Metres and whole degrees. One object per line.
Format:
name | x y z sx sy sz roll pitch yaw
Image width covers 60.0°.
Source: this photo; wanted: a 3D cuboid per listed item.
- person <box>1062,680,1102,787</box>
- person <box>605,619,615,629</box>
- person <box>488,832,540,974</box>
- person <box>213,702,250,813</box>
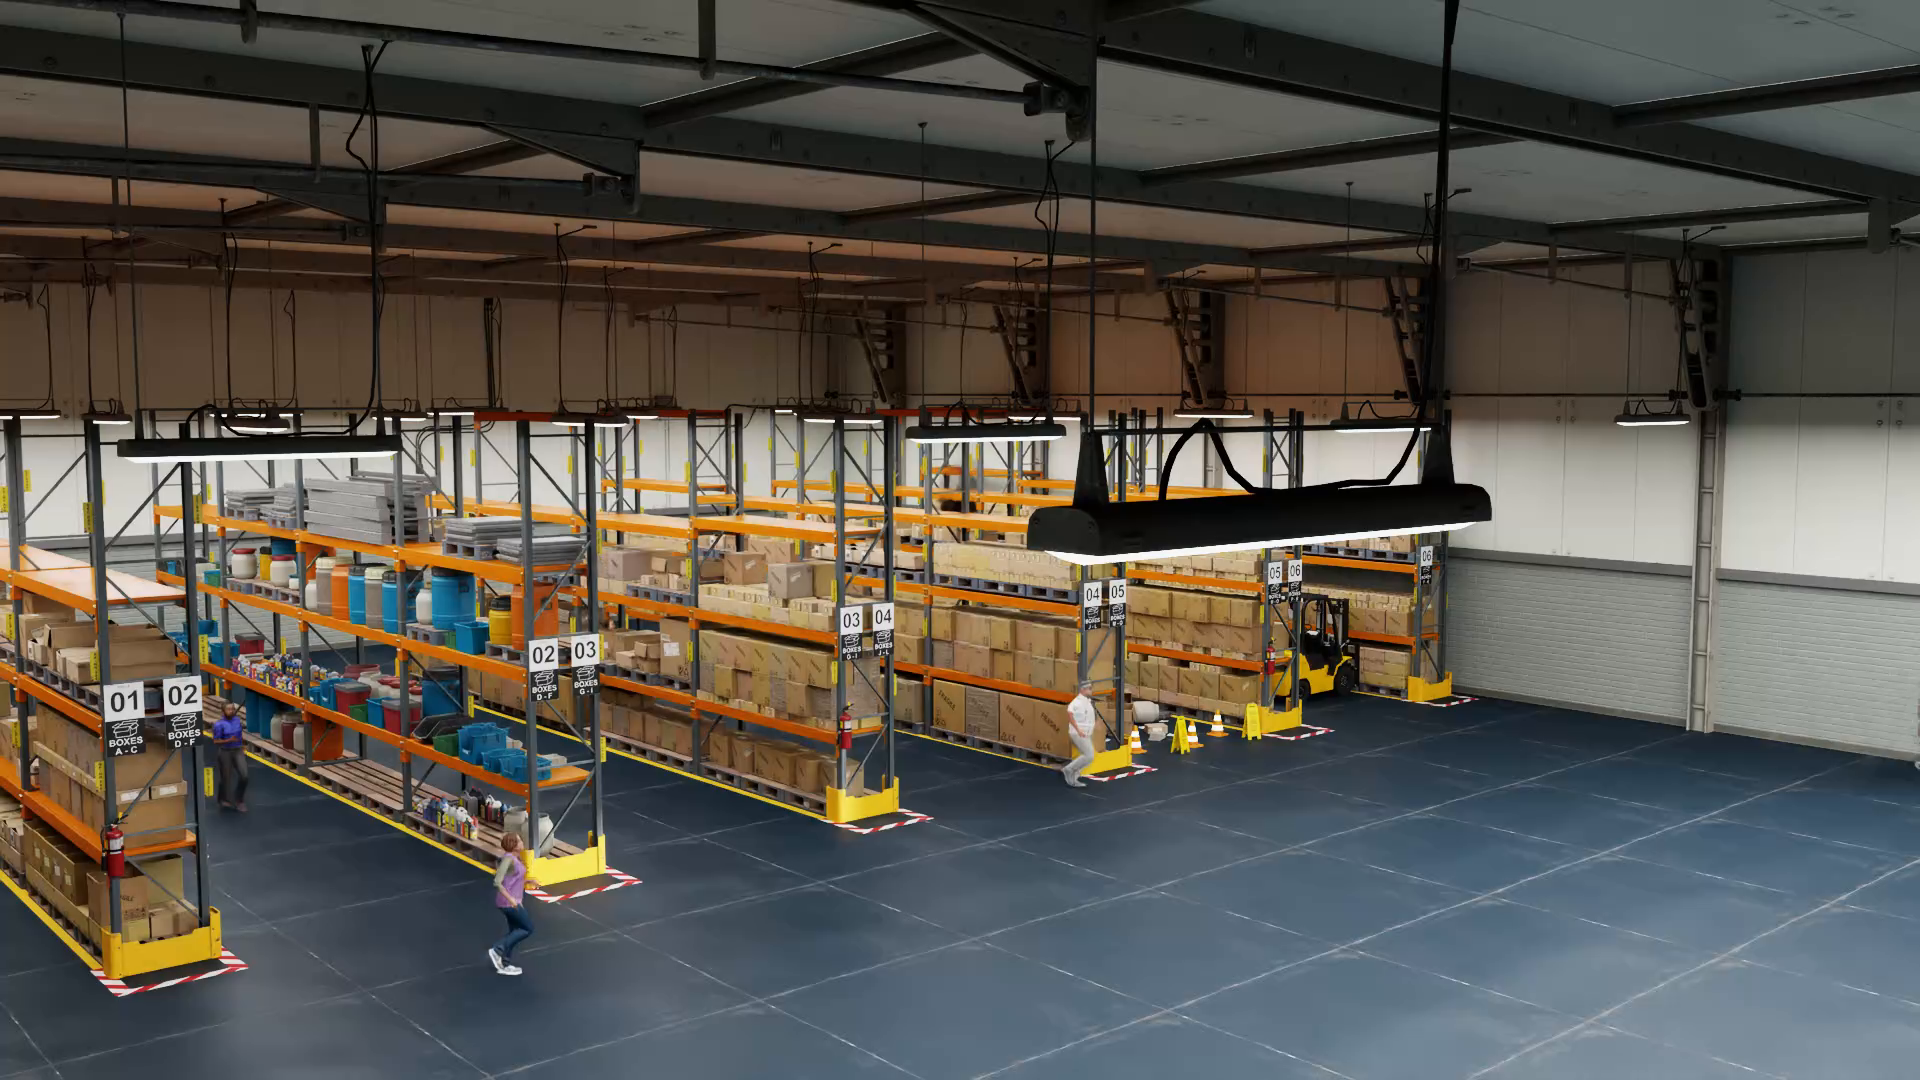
person | 2.000 3.116 26.917 0.577 1.707 0.673 2 5 18
person | -7.178 2.485 34.363 0.544 1.708 0.686 -5 7 -45
person | -4.870 3.963 18.160 0.554 1.568 0.523 -1 5 -13
person | -11.036 3.302 25.201 0.694 1.701 0.554 4 7 40
